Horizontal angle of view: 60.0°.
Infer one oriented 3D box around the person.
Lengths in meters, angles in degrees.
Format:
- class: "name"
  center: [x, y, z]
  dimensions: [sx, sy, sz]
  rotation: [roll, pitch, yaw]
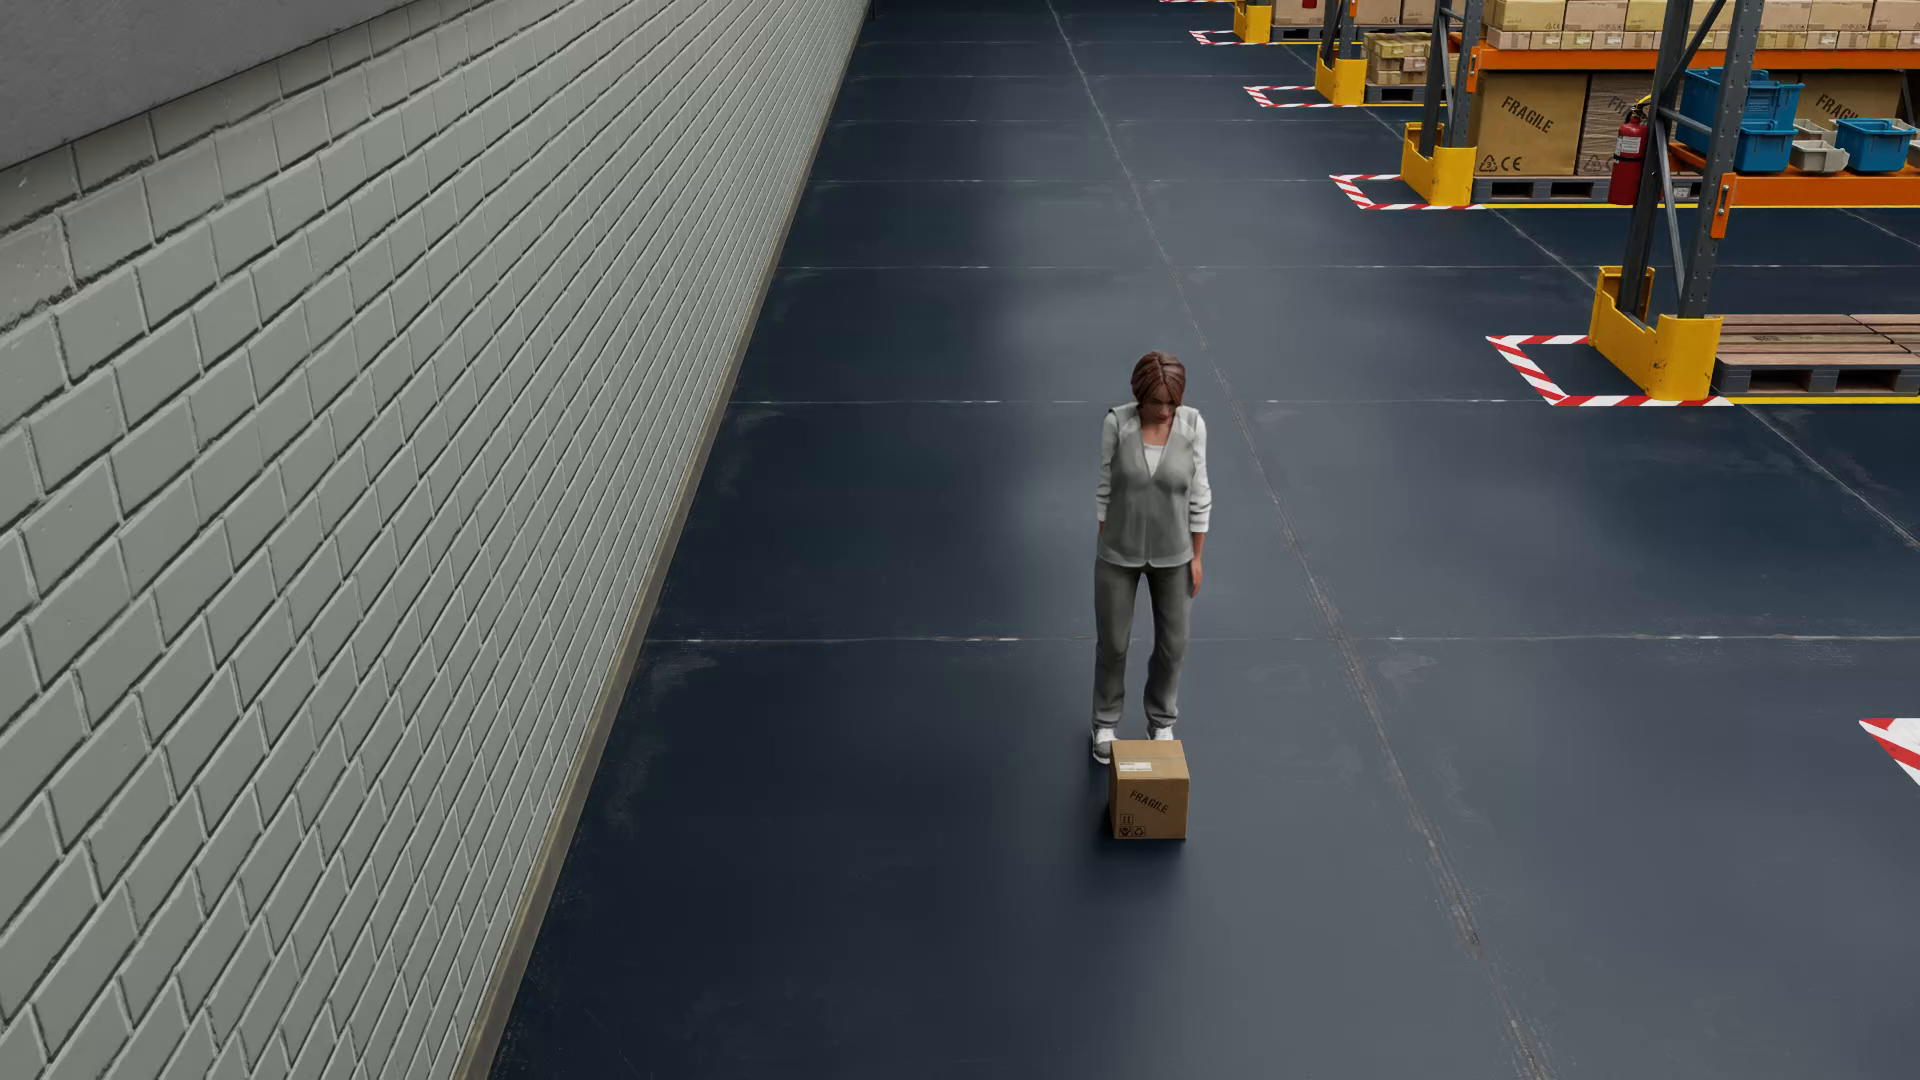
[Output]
- class: "person"
  center: [0.686, 0.139, 6.025]
  dimensions: [0.410, 1.280, 0.277]
  rotation: [0, 24, 1]
